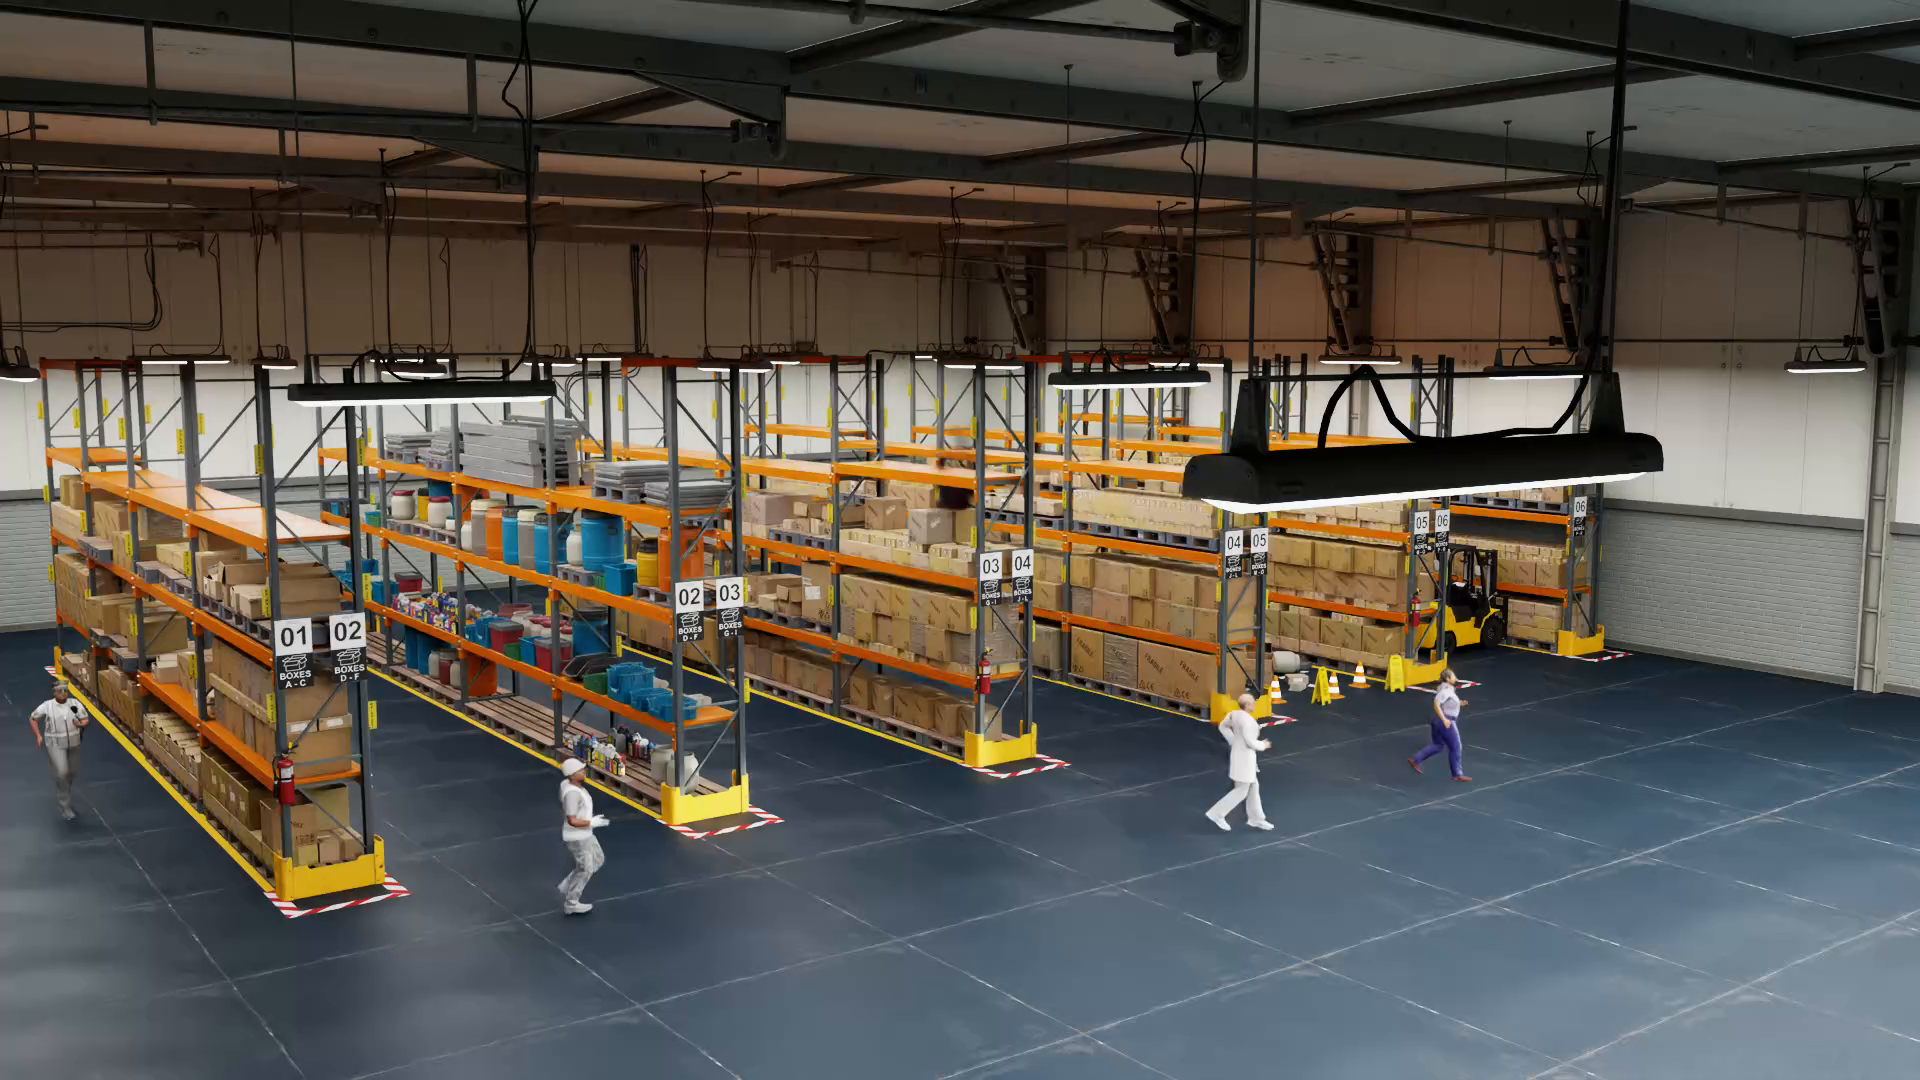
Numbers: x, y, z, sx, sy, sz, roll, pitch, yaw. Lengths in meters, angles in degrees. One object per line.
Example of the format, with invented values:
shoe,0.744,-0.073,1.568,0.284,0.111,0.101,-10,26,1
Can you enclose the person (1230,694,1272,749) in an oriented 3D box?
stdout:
person,3.719,2.427,21.402,0.584,0.908,0.694,-1,7,-6

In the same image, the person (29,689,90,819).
person,-12.032,2.799,22.322,0.819,1.788,0.640,6,9,40

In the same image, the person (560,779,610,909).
person,-4.148,3.363,18.426,0.549,1.406,0.505,-1,7,-11

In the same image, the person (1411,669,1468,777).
person,6.897,2.615,23.834,0.792,1.570,0.607,0,7,2
